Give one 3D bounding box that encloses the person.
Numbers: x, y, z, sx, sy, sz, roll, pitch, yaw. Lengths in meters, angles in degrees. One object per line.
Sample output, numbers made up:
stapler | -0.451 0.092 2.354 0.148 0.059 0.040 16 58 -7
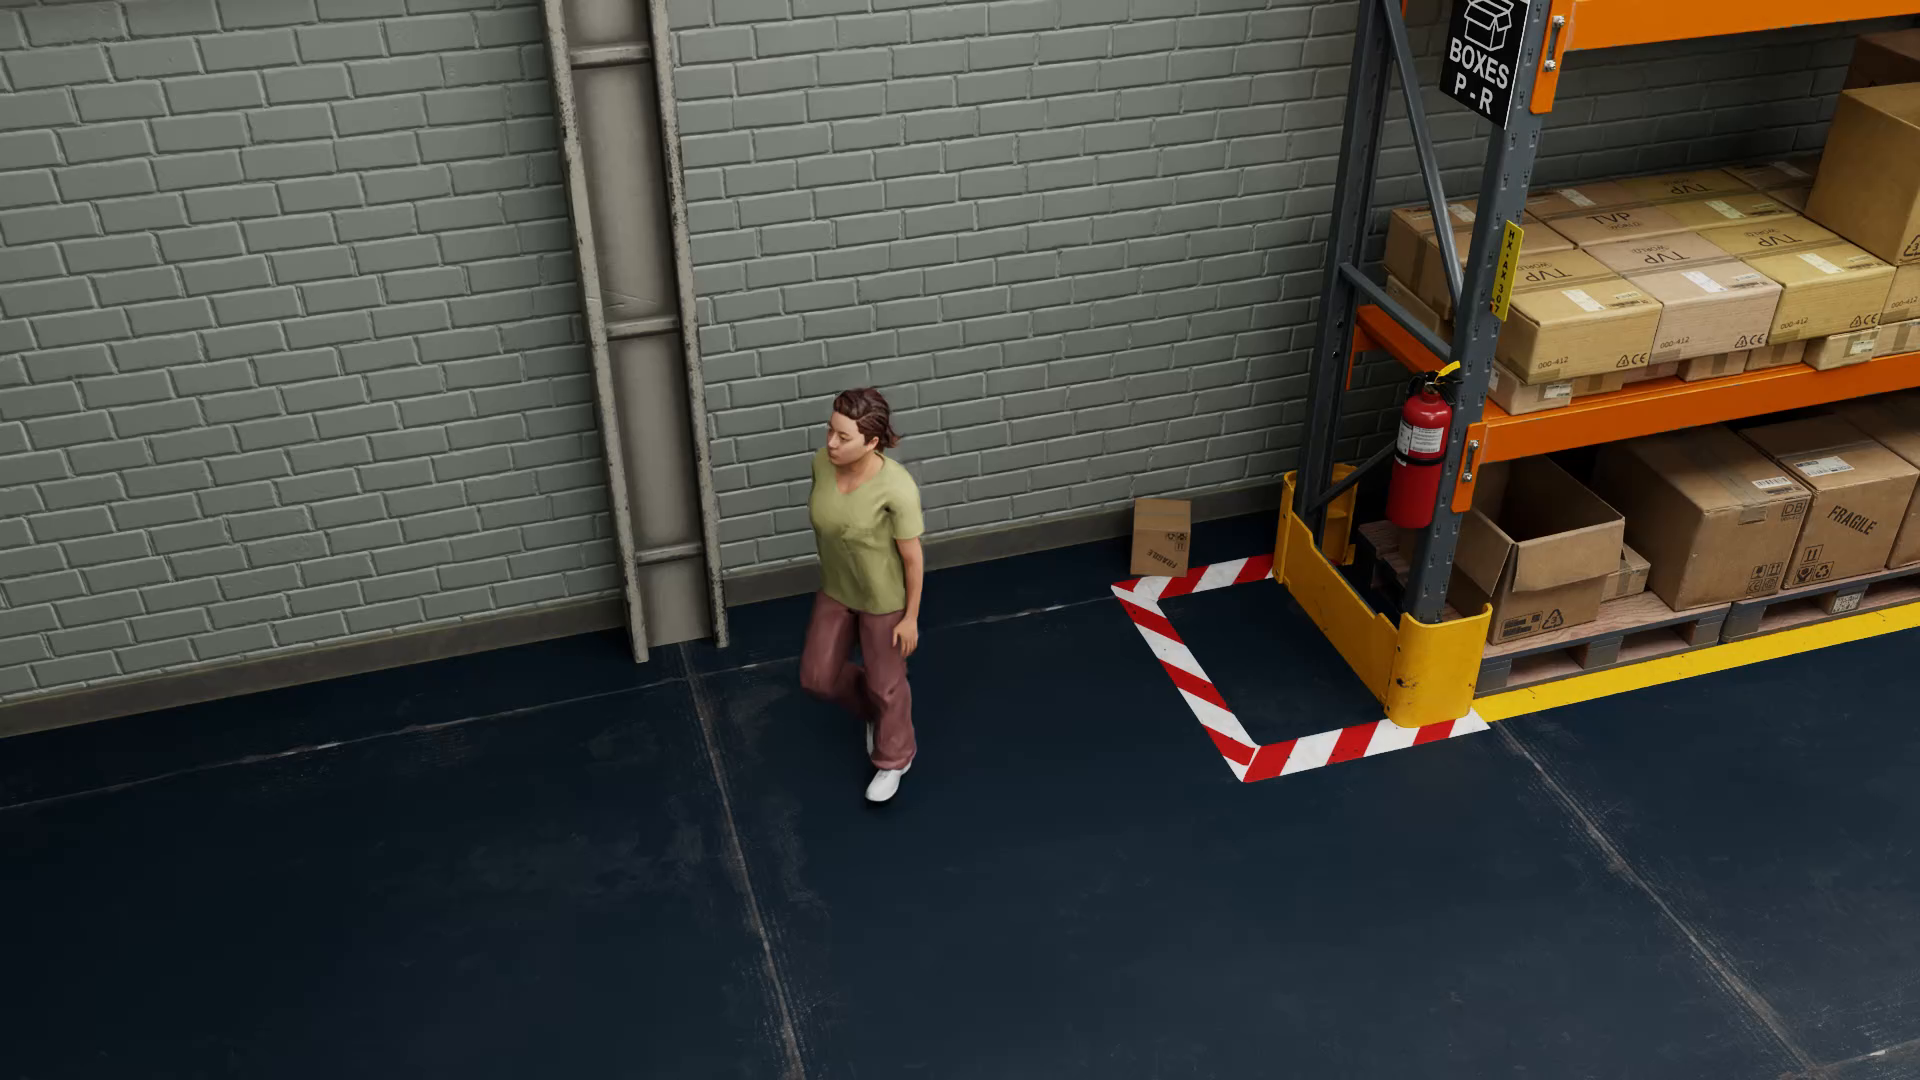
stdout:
person | -0.315 0.280 5.912 0.500 1.411 0.482 19 39 26
